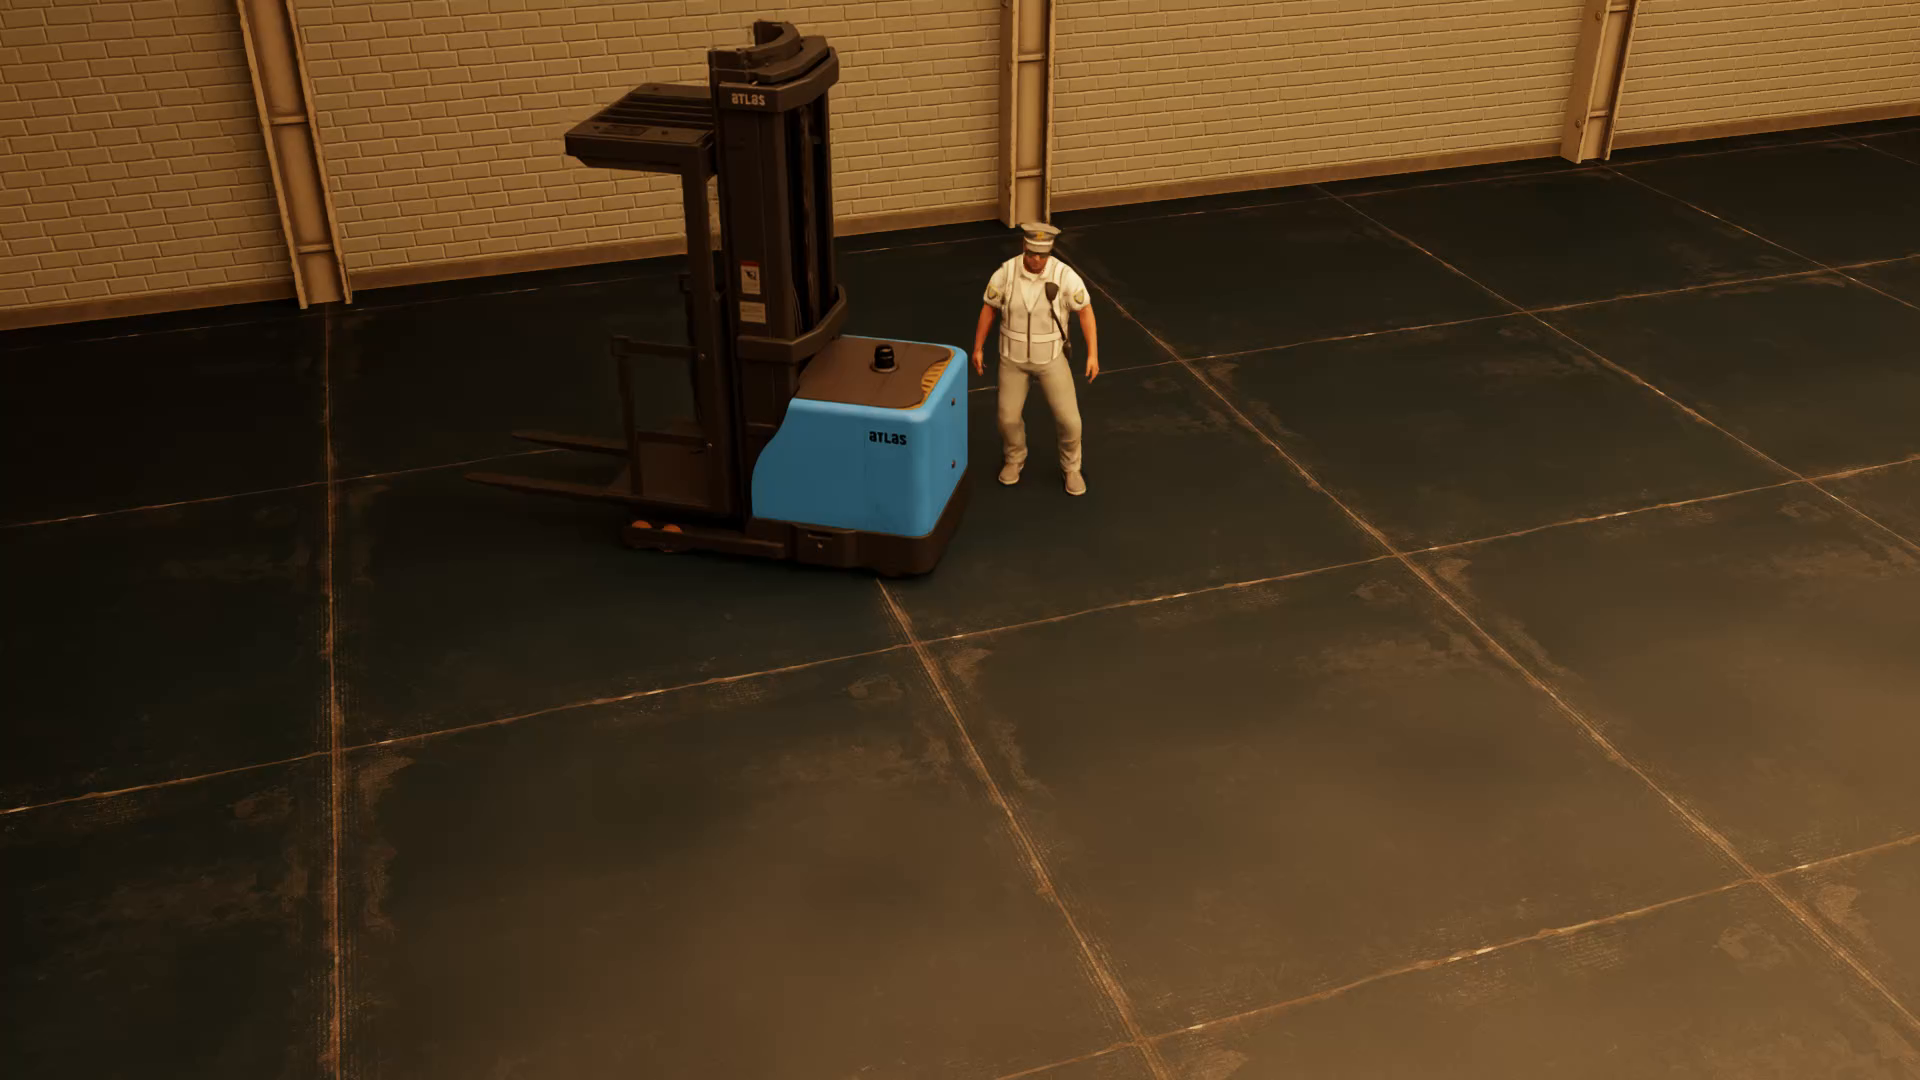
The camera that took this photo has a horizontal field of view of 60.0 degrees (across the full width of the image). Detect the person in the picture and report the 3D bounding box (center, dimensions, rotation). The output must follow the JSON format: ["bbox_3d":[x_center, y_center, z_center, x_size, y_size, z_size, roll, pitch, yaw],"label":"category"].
[{"bbox_3d":[0.465,-1.139,10.284,0.796,1.718,0.427,5,30,9],"label":"person"}]

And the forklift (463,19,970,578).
[{"bbox_3d":[-1.515,-1.438,9.587,3.031,2.935,1.130,7,31,12],"label":"forklift"}]
